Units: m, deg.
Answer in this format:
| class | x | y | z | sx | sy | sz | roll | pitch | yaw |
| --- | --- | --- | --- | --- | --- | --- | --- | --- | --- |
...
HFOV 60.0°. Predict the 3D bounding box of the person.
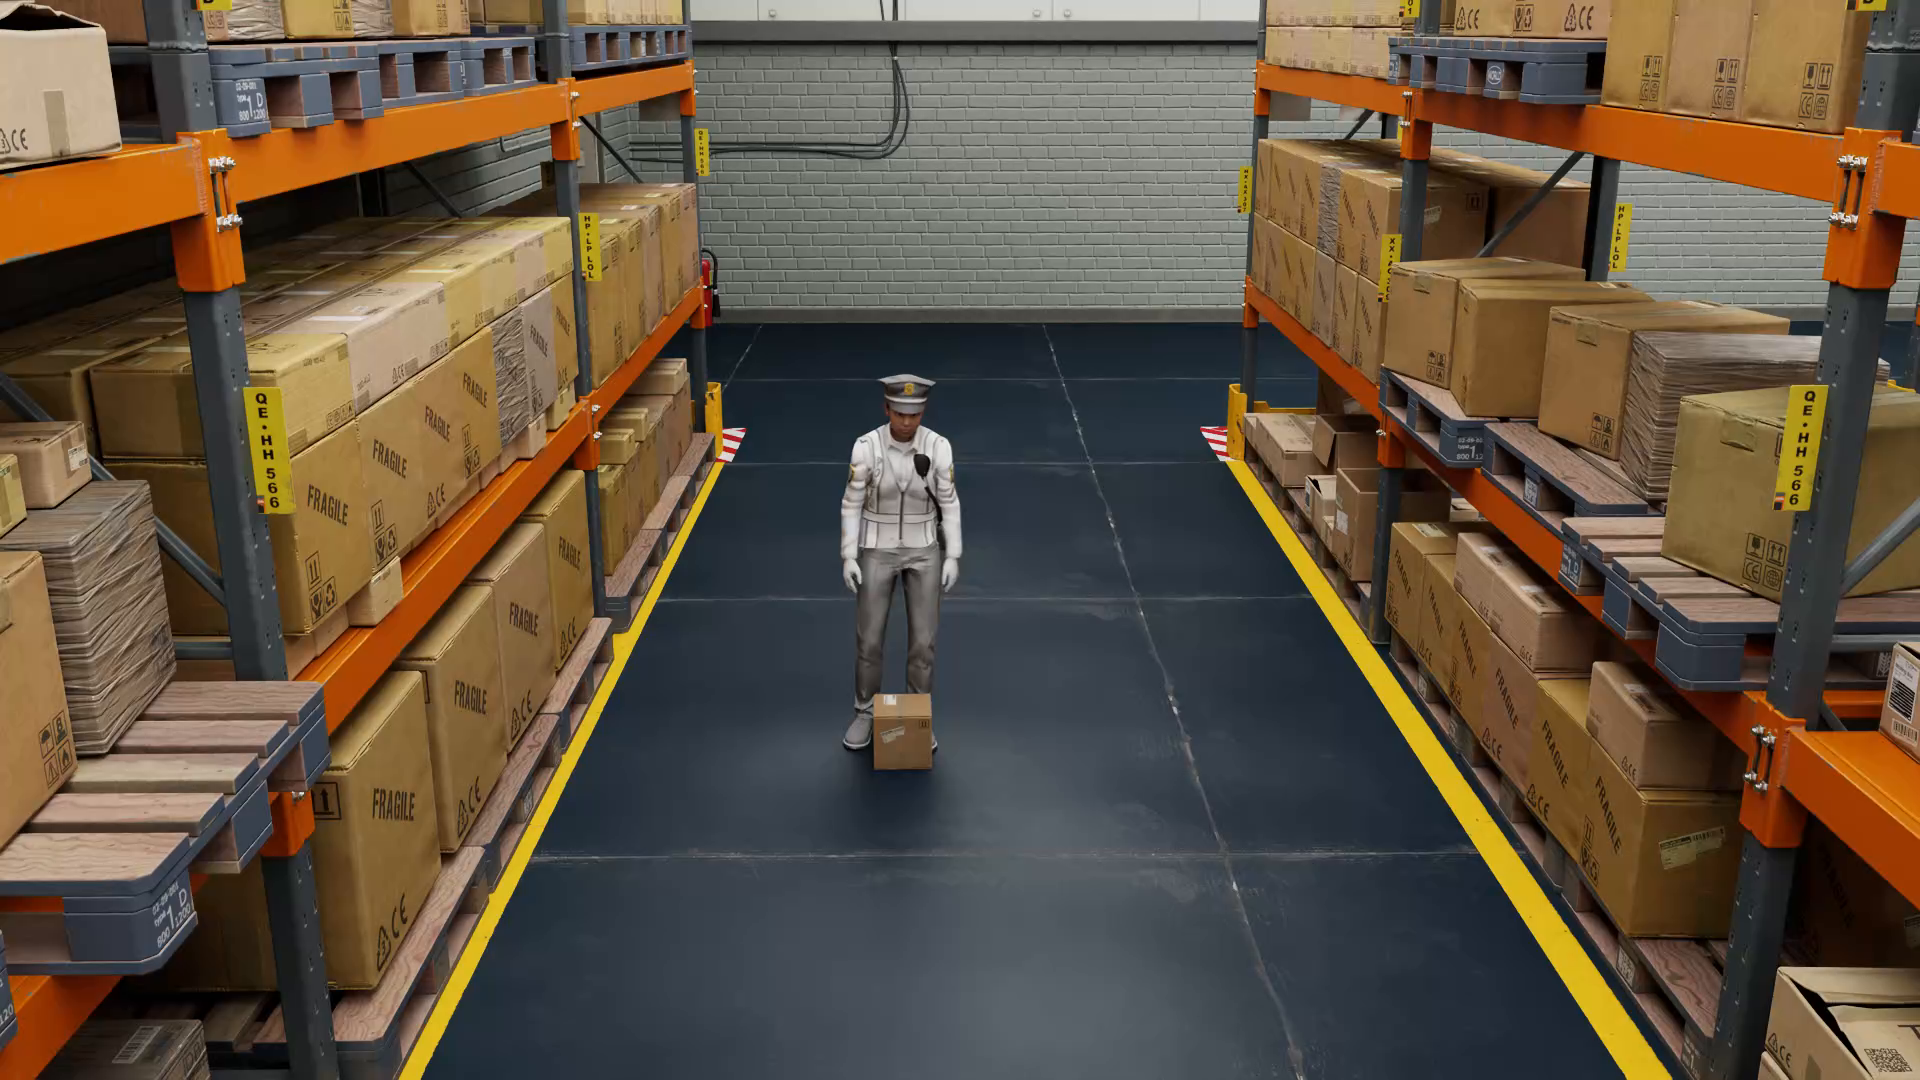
| class | x | y | z | sx | sy | sz | roll | pitch | yaw |
| --- | --- | --- | --- | --- | --- | --- | --- | --- | --- |
| person | -0.256 | 0.093 | 7.242 | 0.538 | 1.662 | 0.414 | -1 | 17 | -4 |
